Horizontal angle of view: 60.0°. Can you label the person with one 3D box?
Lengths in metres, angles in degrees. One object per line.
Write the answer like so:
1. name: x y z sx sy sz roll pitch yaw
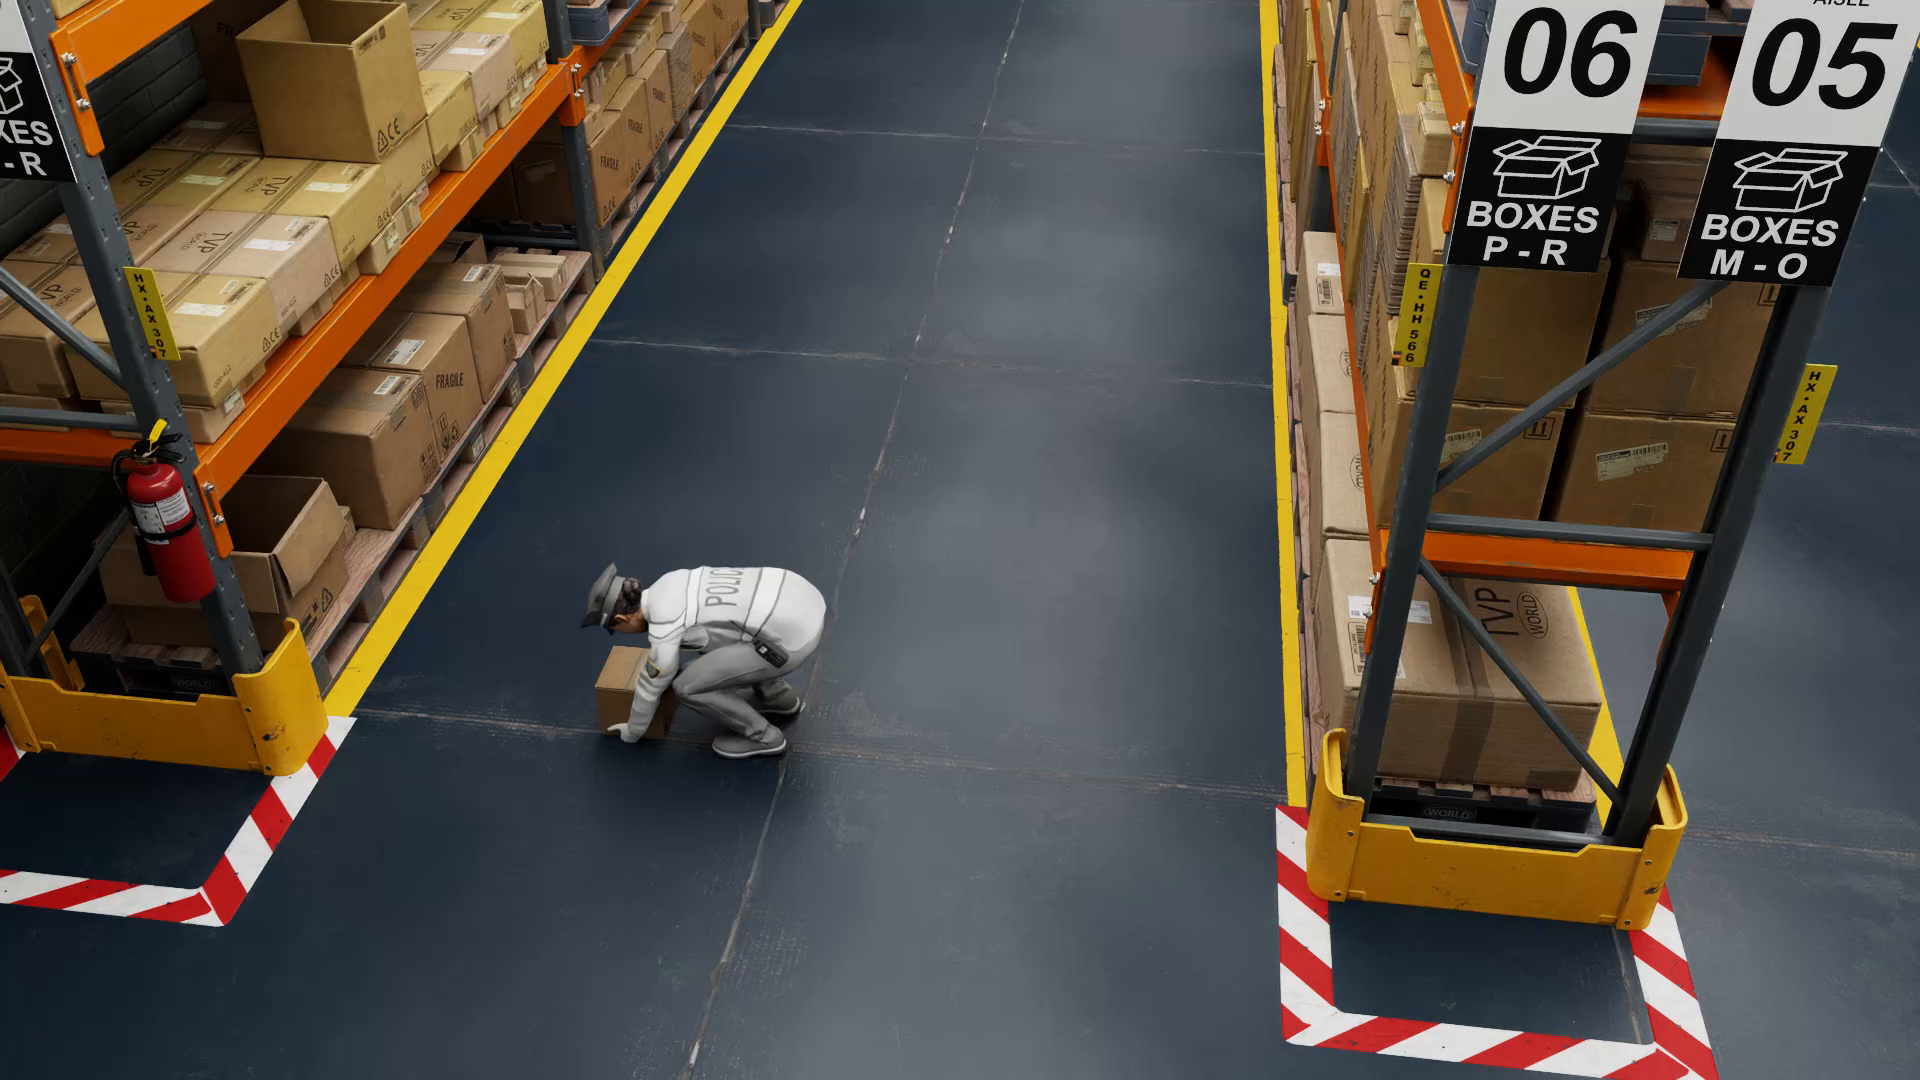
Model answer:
1. person: -0.966 0.436 6.343 0.915 0.762 0.456 3 36 5
